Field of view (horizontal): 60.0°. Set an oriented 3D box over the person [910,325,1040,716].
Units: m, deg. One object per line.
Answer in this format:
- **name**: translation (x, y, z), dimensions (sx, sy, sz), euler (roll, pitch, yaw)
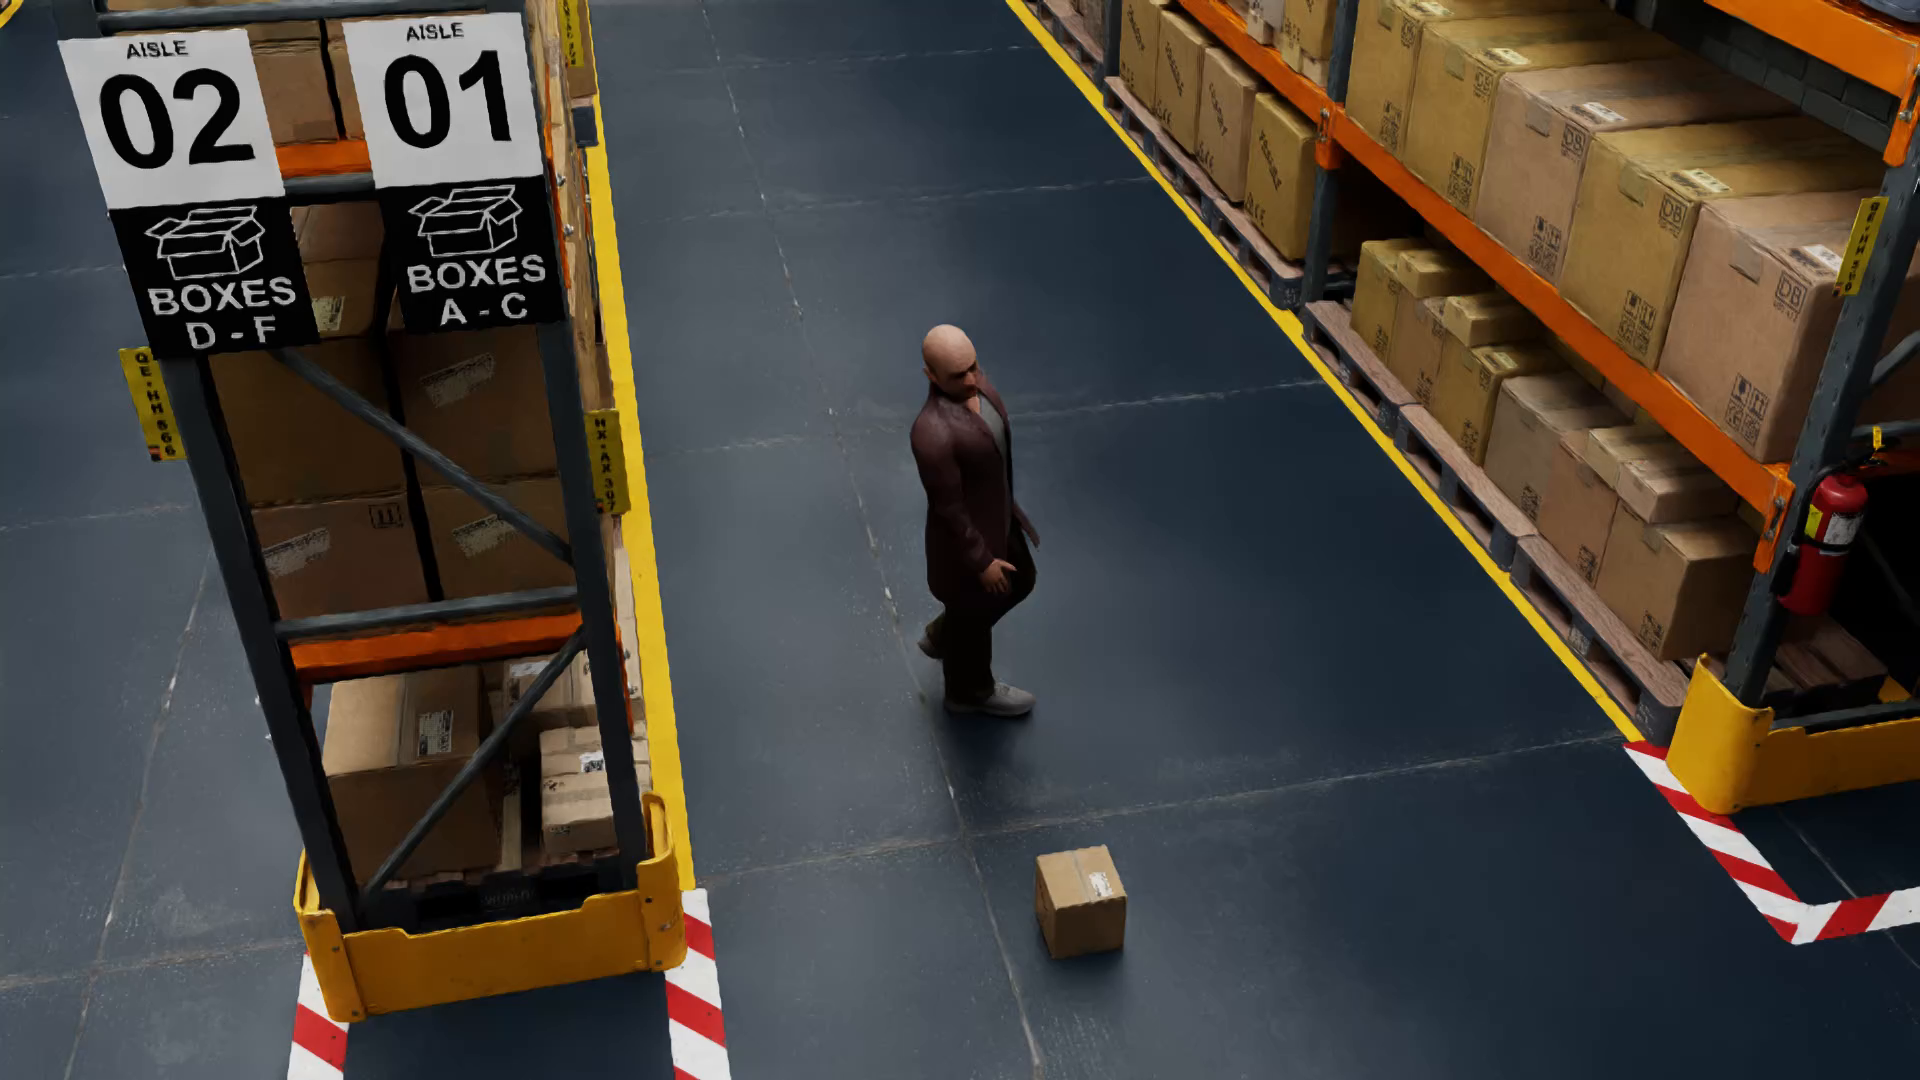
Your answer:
- **person**: translation (0.039, -0.033, 6.205), dimensions (0.511, 1.776, 0.643), euler (8, 35, 12)
